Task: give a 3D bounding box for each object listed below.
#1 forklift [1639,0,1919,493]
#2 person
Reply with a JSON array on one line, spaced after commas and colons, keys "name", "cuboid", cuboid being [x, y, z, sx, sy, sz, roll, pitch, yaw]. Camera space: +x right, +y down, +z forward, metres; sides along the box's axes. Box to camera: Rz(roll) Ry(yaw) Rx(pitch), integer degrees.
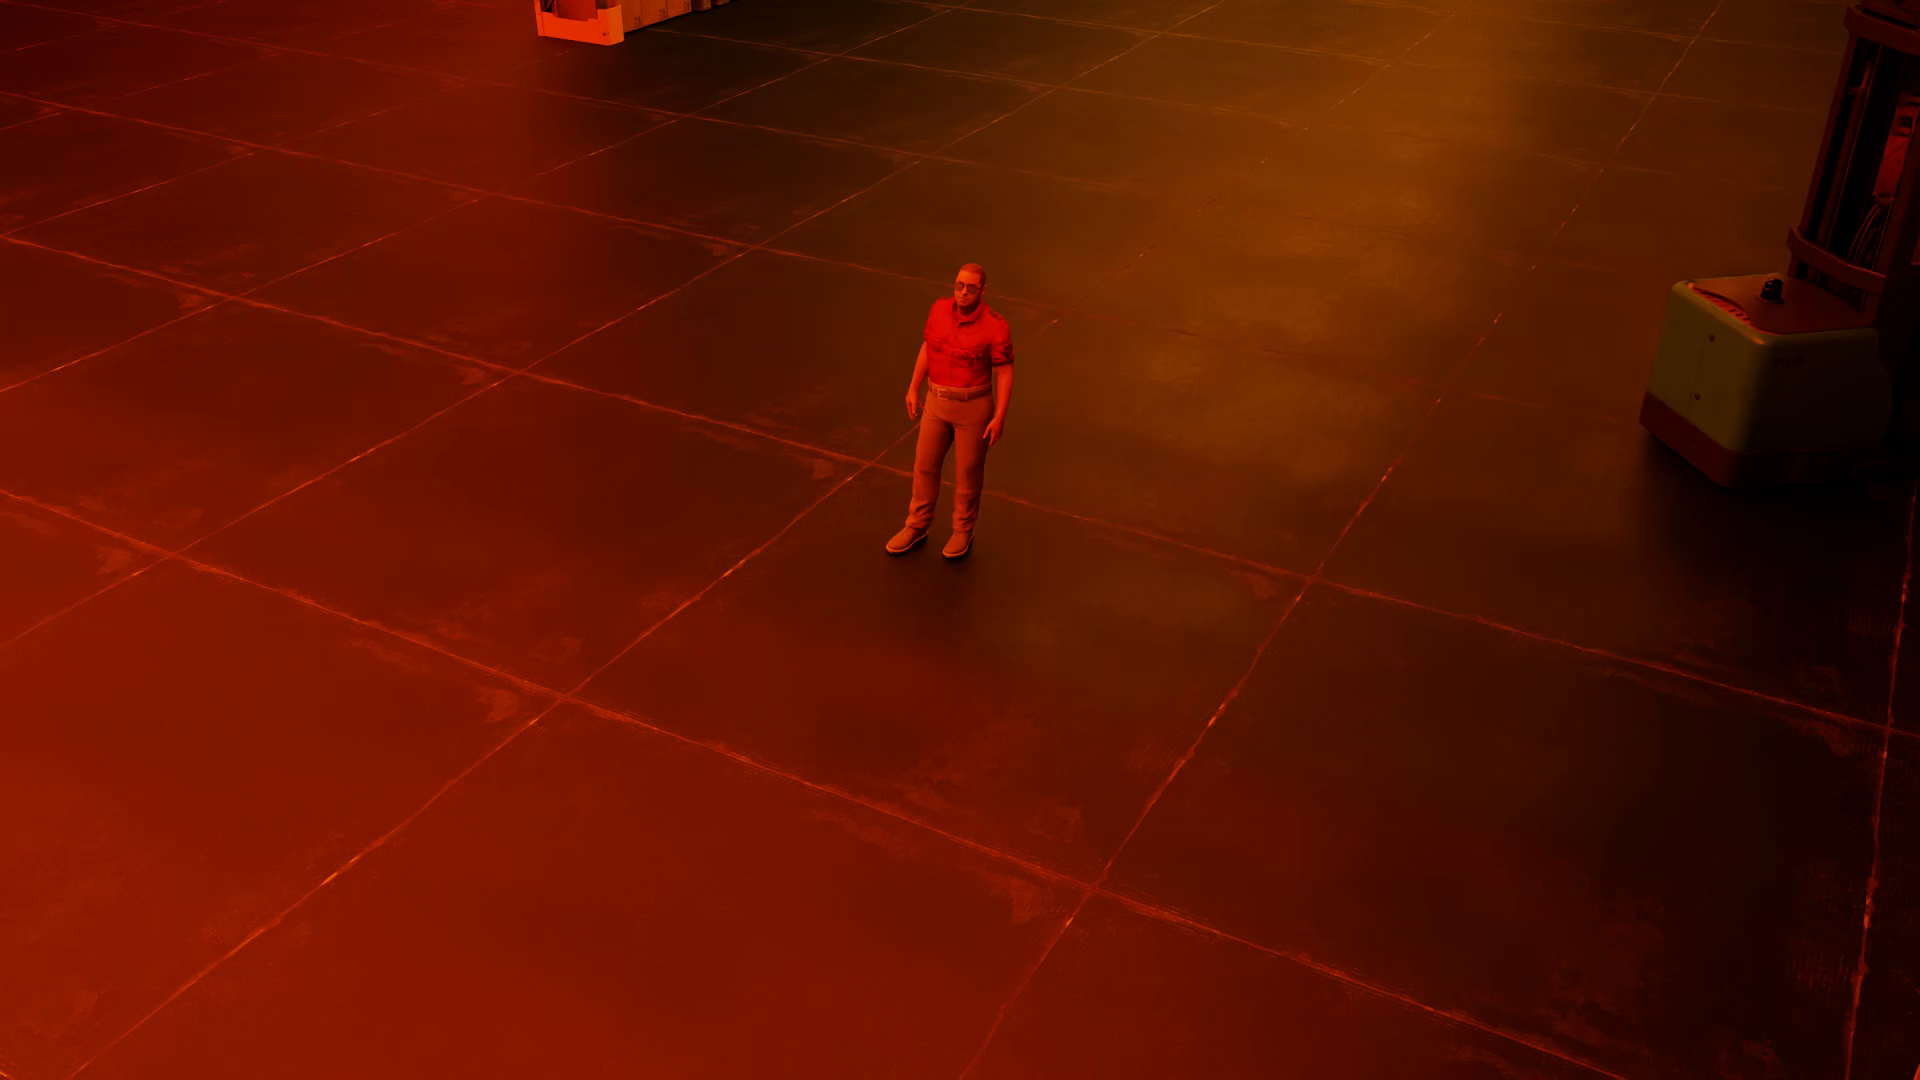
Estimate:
[{"name": "forklift", "cuboid": [6.156, -1.929, 10.413, 3.031, 2.935, 1.130, -6, 31, -10]}, {"name": "person", "cuboid": [-0.054, -0.718, 9.504, 0.640, 1.727, 0.551, 15, 33, 25]}]
